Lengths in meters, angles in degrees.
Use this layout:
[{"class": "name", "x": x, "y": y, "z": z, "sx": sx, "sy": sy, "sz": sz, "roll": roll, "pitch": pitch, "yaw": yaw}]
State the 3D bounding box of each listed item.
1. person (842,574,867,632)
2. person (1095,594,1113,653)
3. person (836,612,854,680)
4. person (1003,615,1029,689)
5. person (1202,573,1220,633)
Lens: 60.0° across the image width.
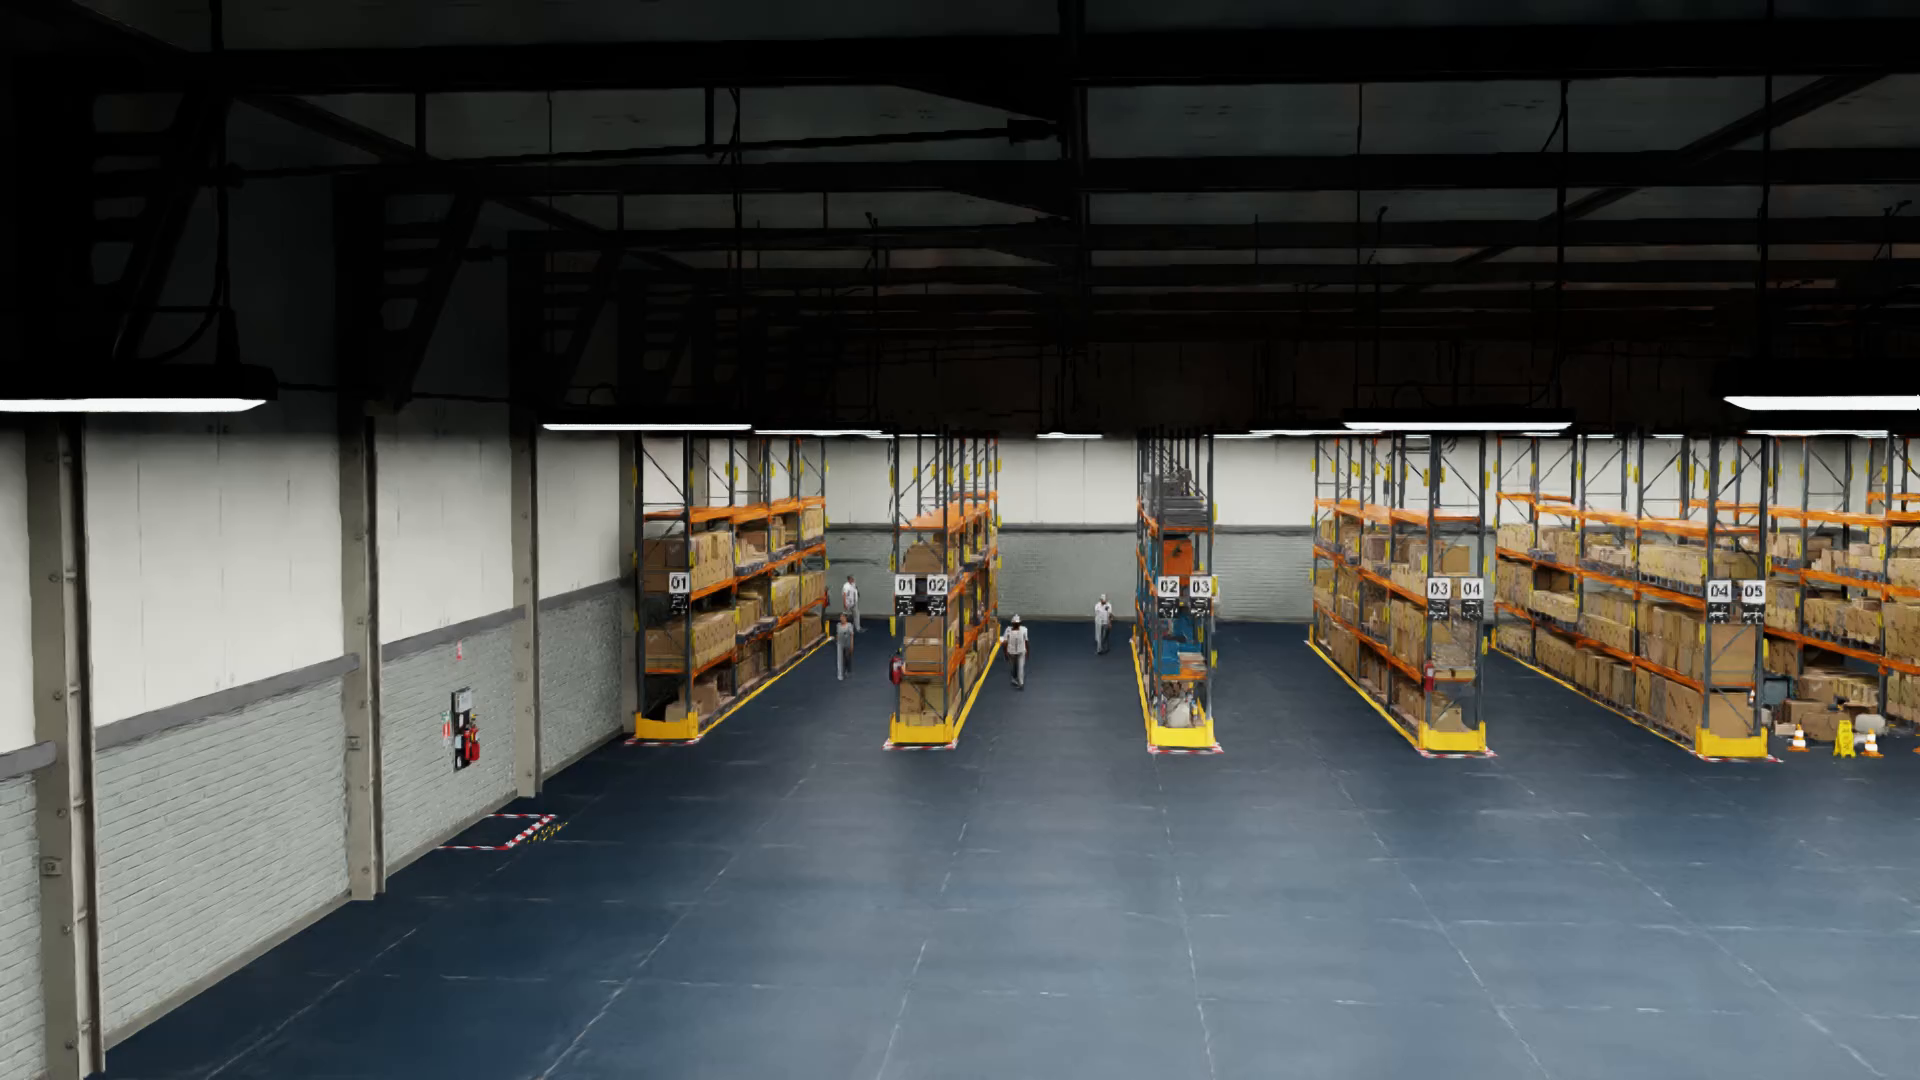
[{"class": "person", "x": -3.222, "y": 1.868, "z": 49.397, "sx": 0.586, "sy": 1.755, "sz": 0.772, "roll": 3, "pitch": 5, "yaw": 43}, {"class": "person", "x": 3.866, "y": 2.231, "z": 44.734, "sx": 0.481, "sy": 1.583, "sz": 1.093, "roll": 0, "pitch": 3, "yaw": 3}, {"class": "person", "x": -2.759, "y": 2.517, "z": 39.859, "sx": 0.455, "sy": 1.612, "sz": 1.019, "roll": 0, "pitch": 3, "yaw": 4}, {"class": "person", "x": 1.285, "y": 2.563, "z": 38.344, "sx": 0.577, "sy": 1.691, "sz": 1.121, "roll": 0, "pitch": 3, "yaw": 7}, {"class": "person", "x": 7.369, "y": 1.877, "z": 49.317, "sx": 0.741, "sy": 1.778, "sz": 0.495, "roll": -3, "pitch": 4, "yaw": -38}]
